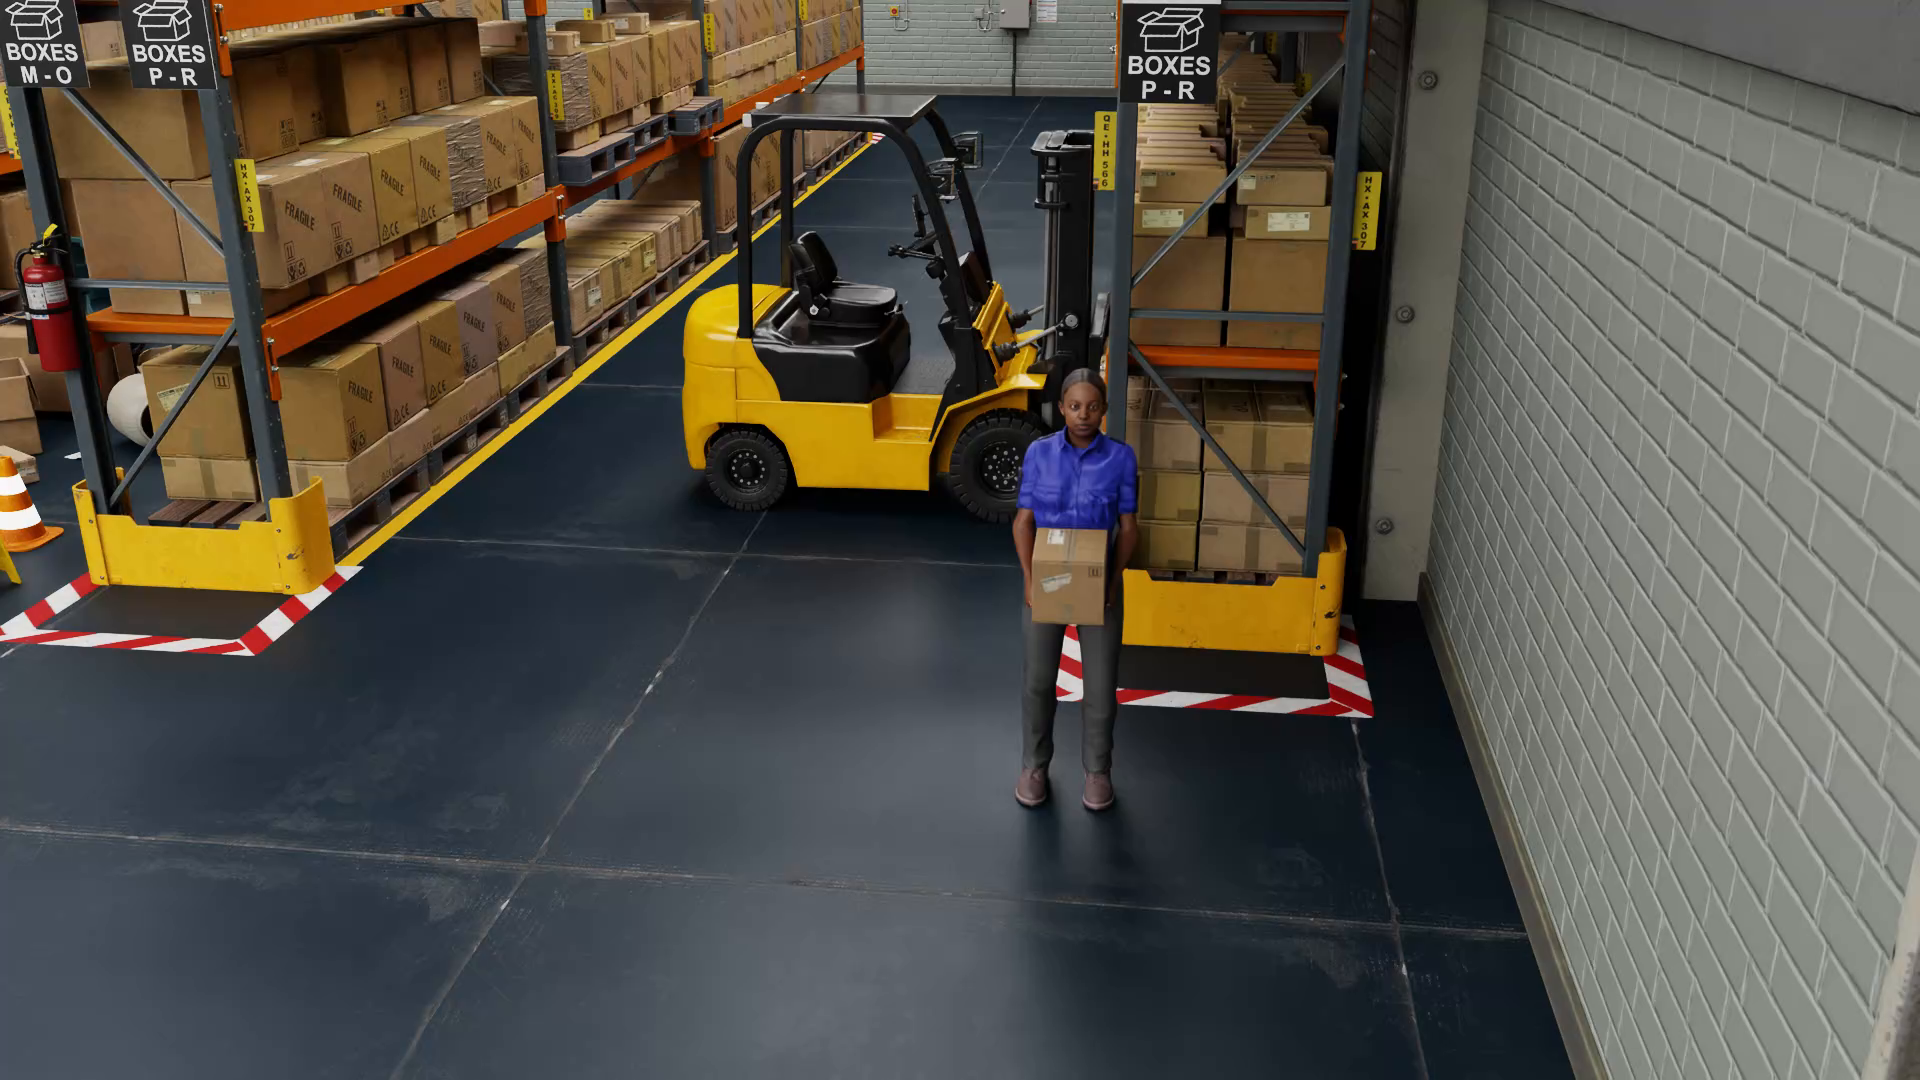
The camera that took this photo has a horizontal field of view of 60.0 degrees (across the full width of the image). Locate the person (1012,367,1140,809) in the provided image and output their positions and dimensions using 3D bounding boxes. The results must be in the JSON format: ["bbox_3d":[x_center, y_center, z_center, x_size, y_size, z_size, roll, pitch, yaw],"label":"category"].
[{"bbox_3d":[0.411,0.213,6.045,0.460,1.653,0.500,2,21,6],"label":"person"}]
